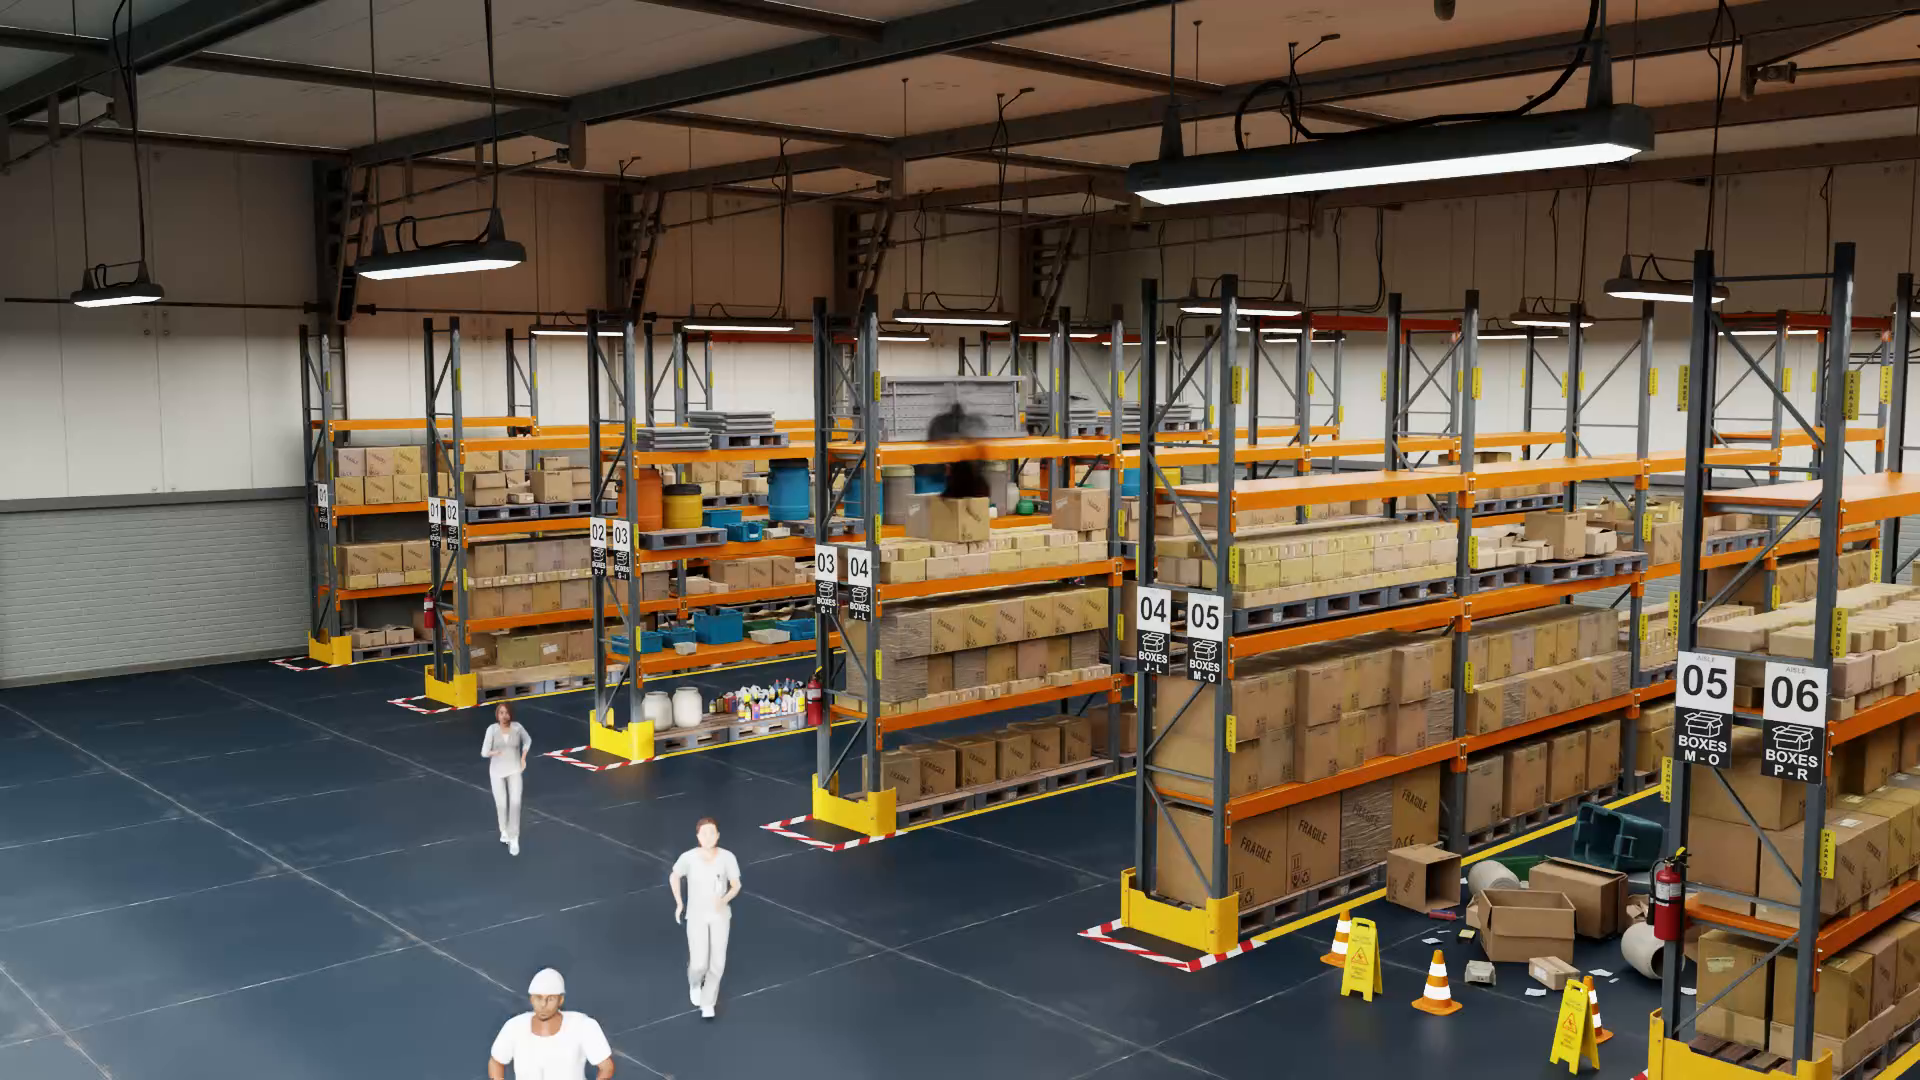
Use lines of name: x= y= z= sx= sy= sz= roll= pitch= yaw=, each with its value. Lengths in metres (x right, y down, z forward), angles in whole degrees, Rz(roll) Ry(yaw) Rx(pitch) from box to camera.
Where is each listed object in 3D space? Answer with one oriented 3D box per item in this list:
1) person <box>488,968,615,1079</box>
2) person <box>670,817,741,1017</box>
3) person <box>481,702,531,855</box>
person: x=-2.378 y=3.328 z=9.679 sx=0.738 sy=1.733 sz=0.795 roll=0 pitch=6 yaw=-4
person: x=-2.006 y=3.018 z=13.208 sx=0.552 sy=1.623 sz=0.546 roll=-1 pitch=6 yaw=-14
person: x=-4.890 y=2.608 z=17.953 sx=0.514 sy=1.544 sz=0.667 roll=-1 pitch=6 yaw=-13
